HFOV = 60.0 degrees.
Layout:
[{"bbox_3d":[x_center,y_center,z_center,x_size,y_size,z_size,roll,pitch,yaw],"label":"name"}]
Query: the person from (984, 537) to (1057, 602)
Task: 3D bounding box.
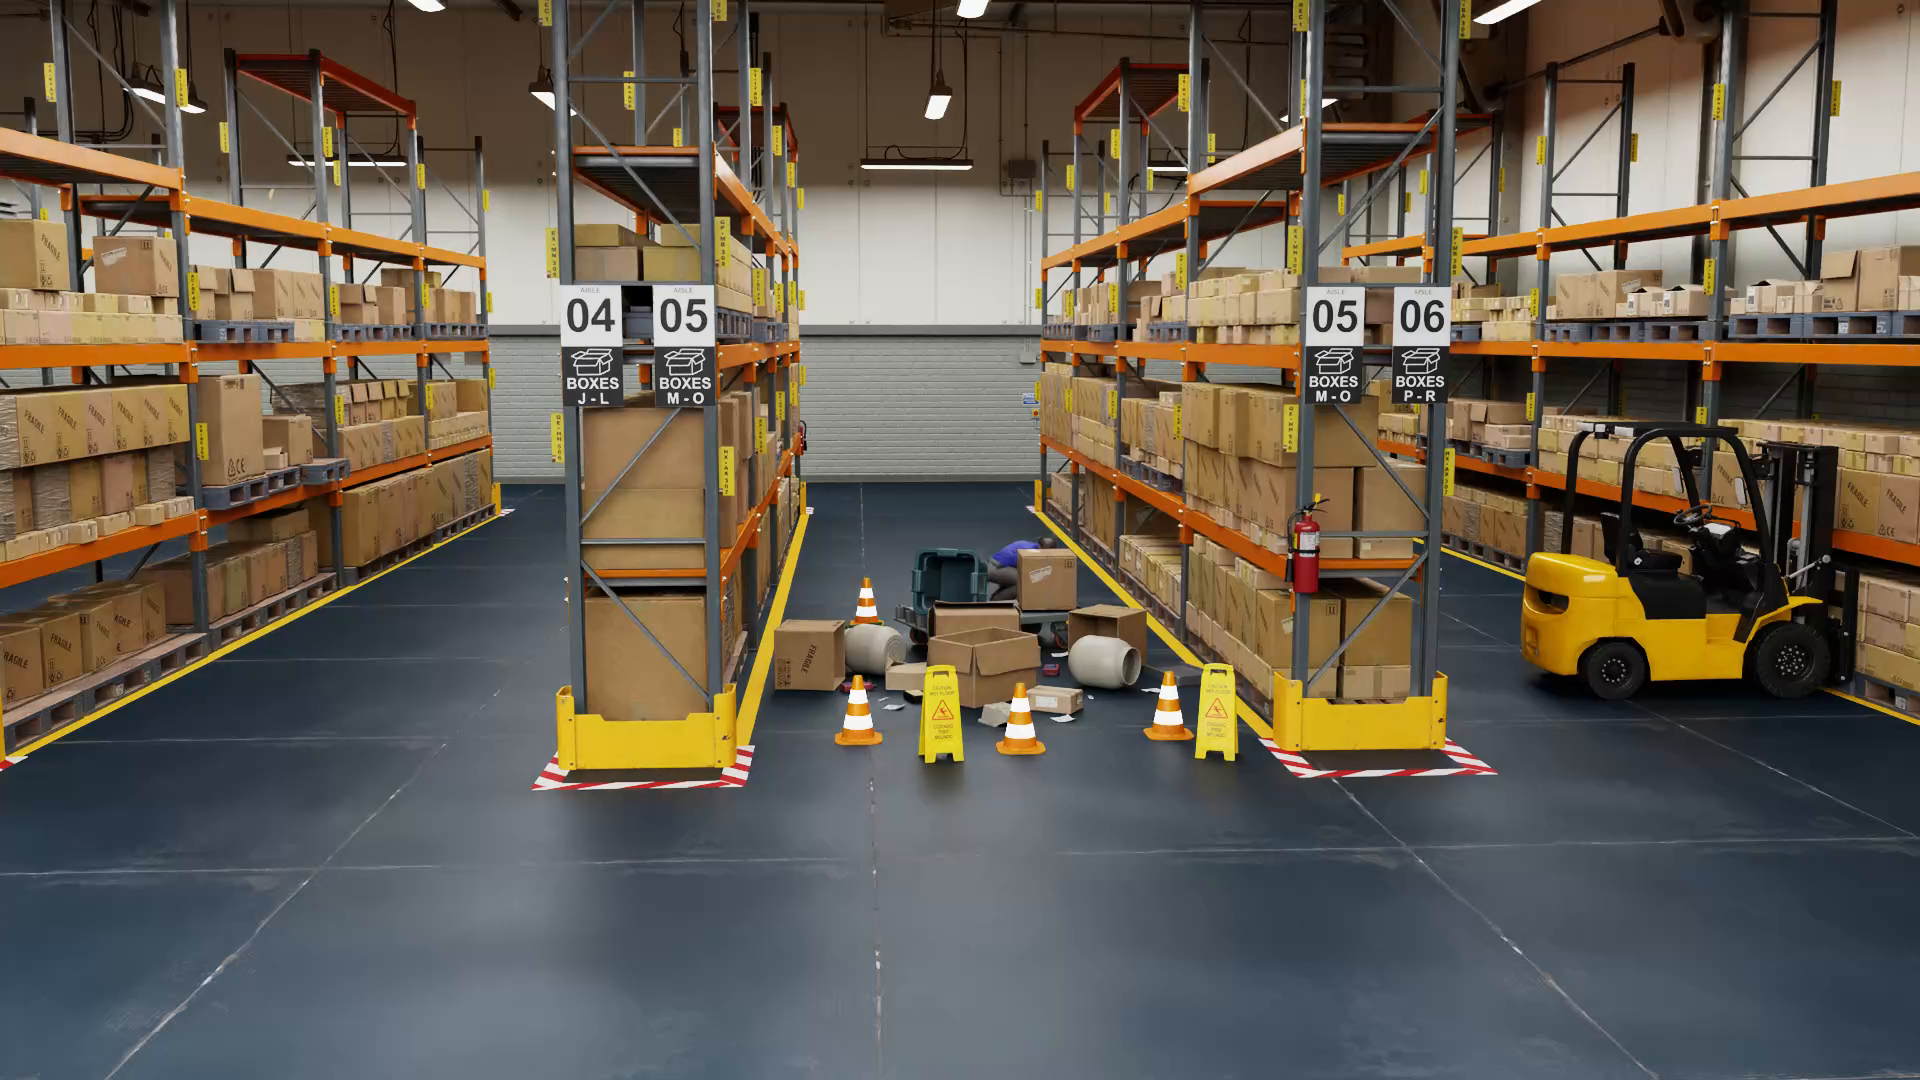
[{"bbox_3d":[0.636,0.370,17.786,0.846,0.798,0.473,-1,7,-5],"label":"person"}]
